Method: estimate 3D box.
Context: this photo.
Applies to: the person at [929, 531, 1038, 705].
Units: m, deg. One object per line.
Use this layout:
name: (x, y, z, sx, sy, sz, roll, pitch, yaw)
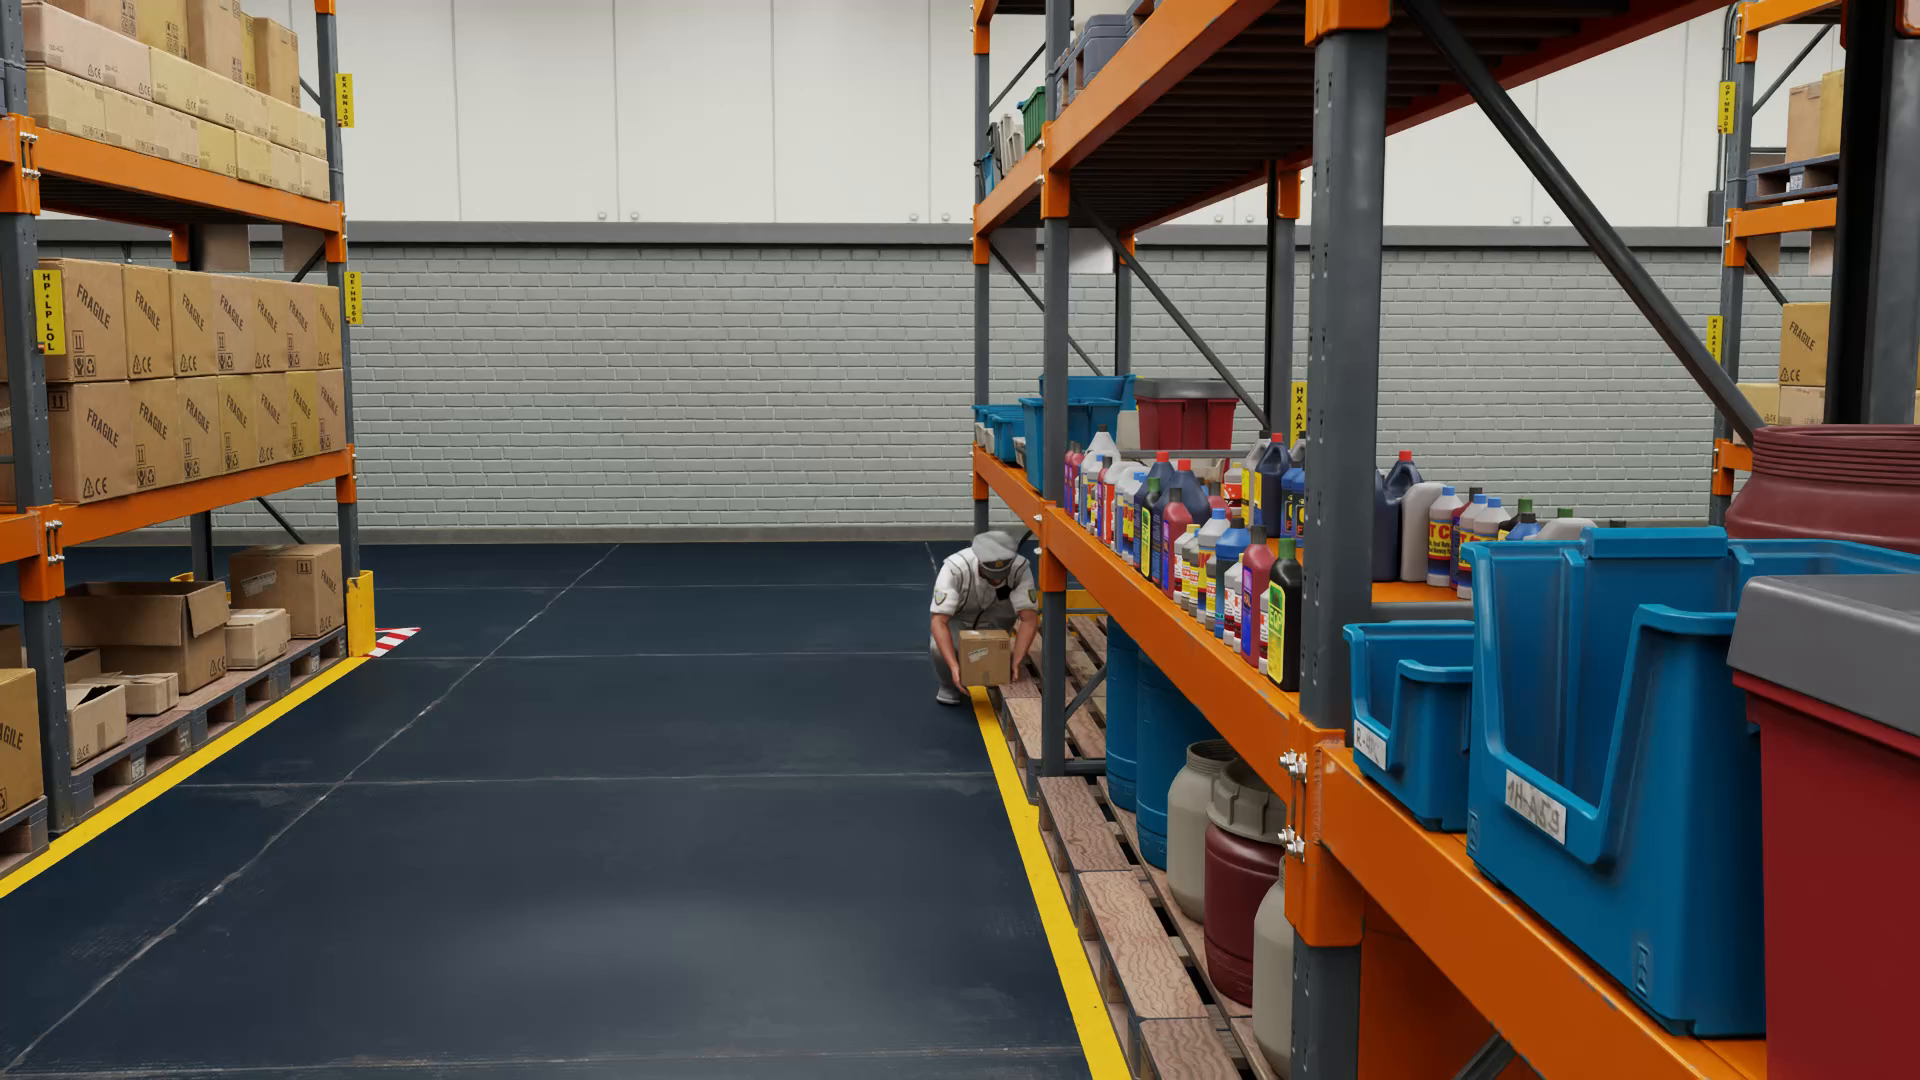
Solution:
person: (0.120, 0.413, 9.021, 0.582, 0.988, 0.907, 0, 7, -4)
